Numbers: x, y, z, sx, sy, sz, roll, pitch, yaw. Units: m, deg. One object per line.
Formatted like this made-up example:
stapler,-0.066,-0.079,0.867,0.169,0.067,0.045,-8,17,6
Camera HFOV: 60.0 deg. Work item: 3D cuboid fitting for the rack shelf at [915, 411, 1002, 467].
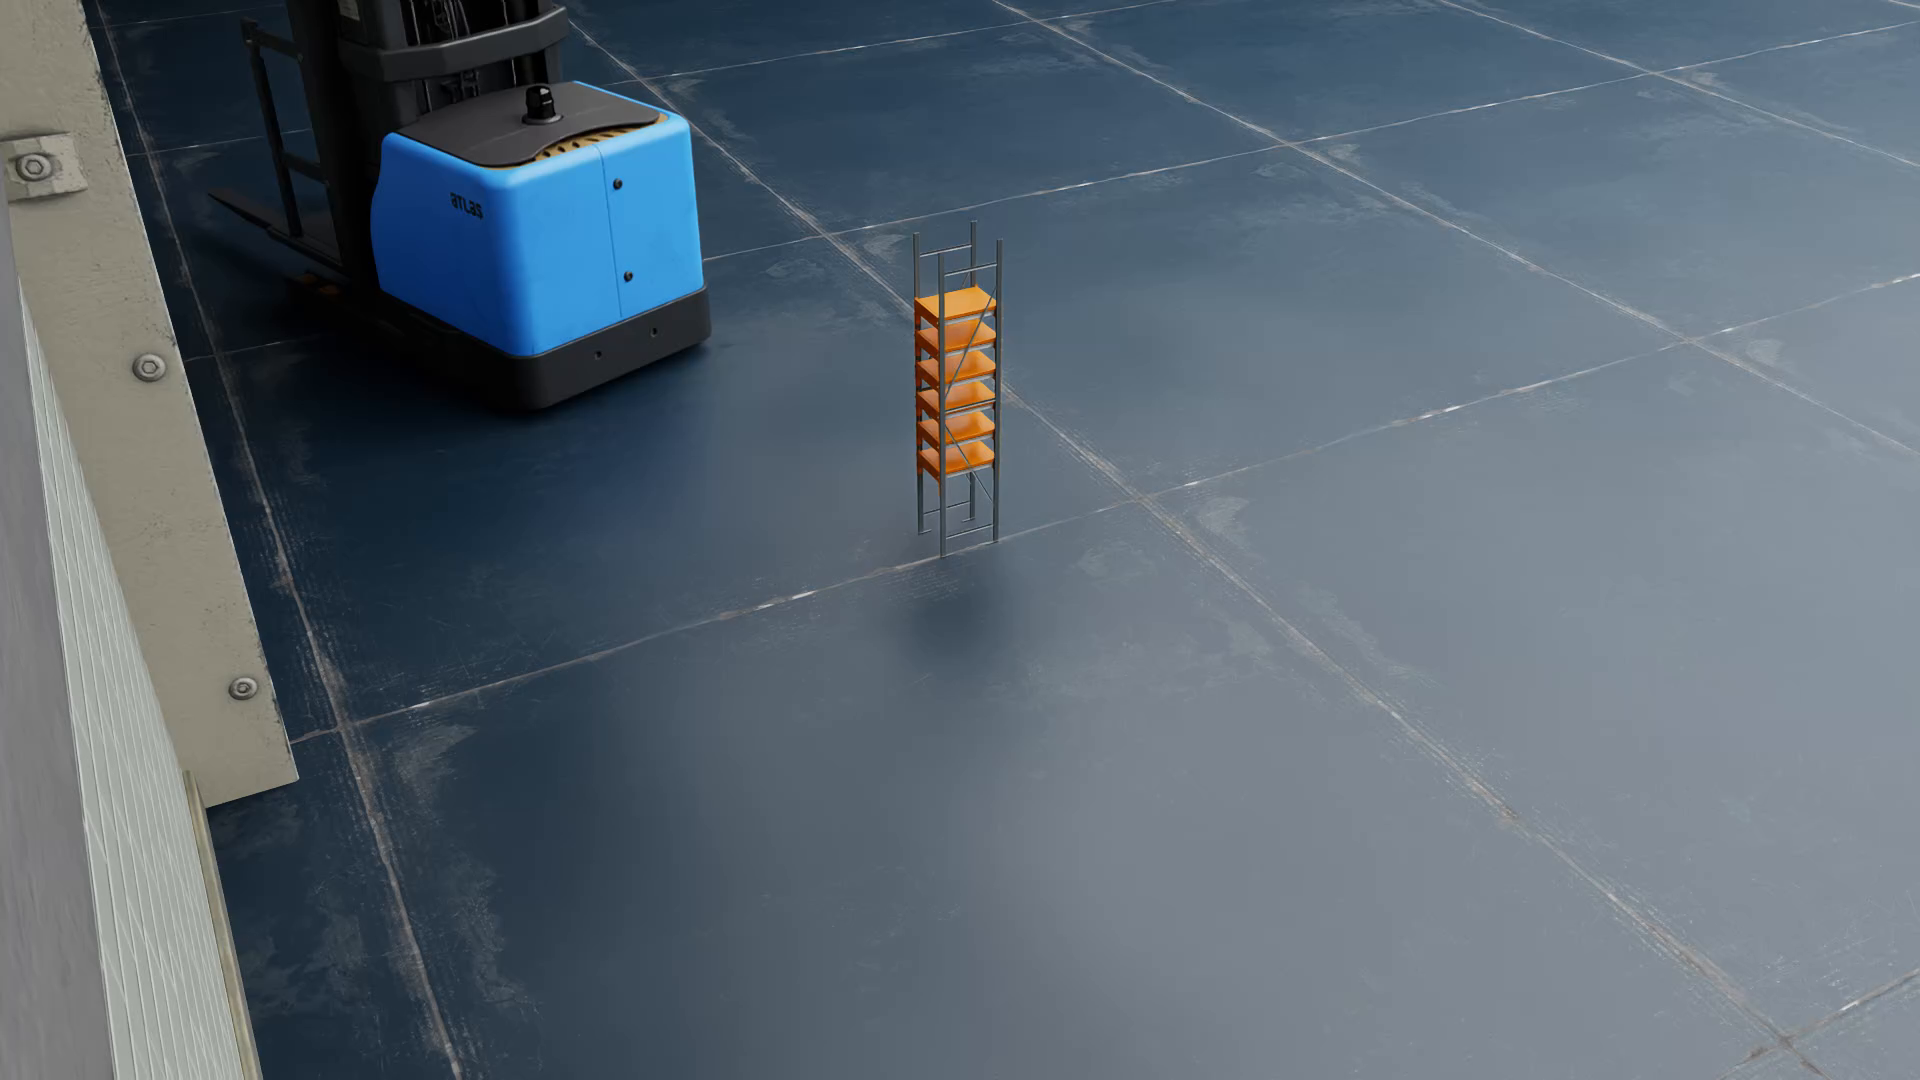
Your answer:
rack shelf,-0.007,-0.374,5.981,0.258,0.103,0.180,-16,36,-23

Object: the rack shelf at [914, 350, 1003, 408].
rack shelf,-0.007,-0.576,5.851,0.258,0.103,0.180,-16,36,-23

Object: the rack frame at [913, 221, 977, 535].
rack frame,-0.049,-0.556,5.960,0.240,1.200,0.006,-16,36,-23

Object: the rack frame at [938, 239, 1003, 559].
rack frame,0.036,-0.468,5.824,0.240,1.200,0.006,-16,36,-23

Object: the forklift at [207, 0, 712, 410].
forklift,-2.558,-2.447,7.307,3.031,2.935,1.130,26,41,34

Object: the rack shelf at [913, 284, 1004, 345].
rack shelf,-0.007,-0.778,5.722,0.258,0.103,0.180,-16,36,-23

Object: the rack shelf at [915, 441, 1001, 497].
rack shelf,-0.007,-0.273,6.046,0.258,0.103,0.180,-16,36,-23

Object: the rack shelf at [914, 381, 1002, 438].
rack shelf,-0.007,-0.475,5.916,0.258,0.103,0.180,-16,36,-23

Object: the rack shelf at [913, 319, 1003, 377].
rack shelf,-0.007,-0.677,5.787,0.258,0.103,0.180,-16,36,-23

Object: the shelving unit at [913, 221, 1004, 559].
shelving unit,-0.007,-0.512,5.892,0.258,1.200,0.189,-16,36,-23

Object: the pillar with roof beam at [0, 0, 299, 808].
pillar with roof beam,1.568,-4.197,4.414,9.100,9.000,0.400,-16,36,-23
